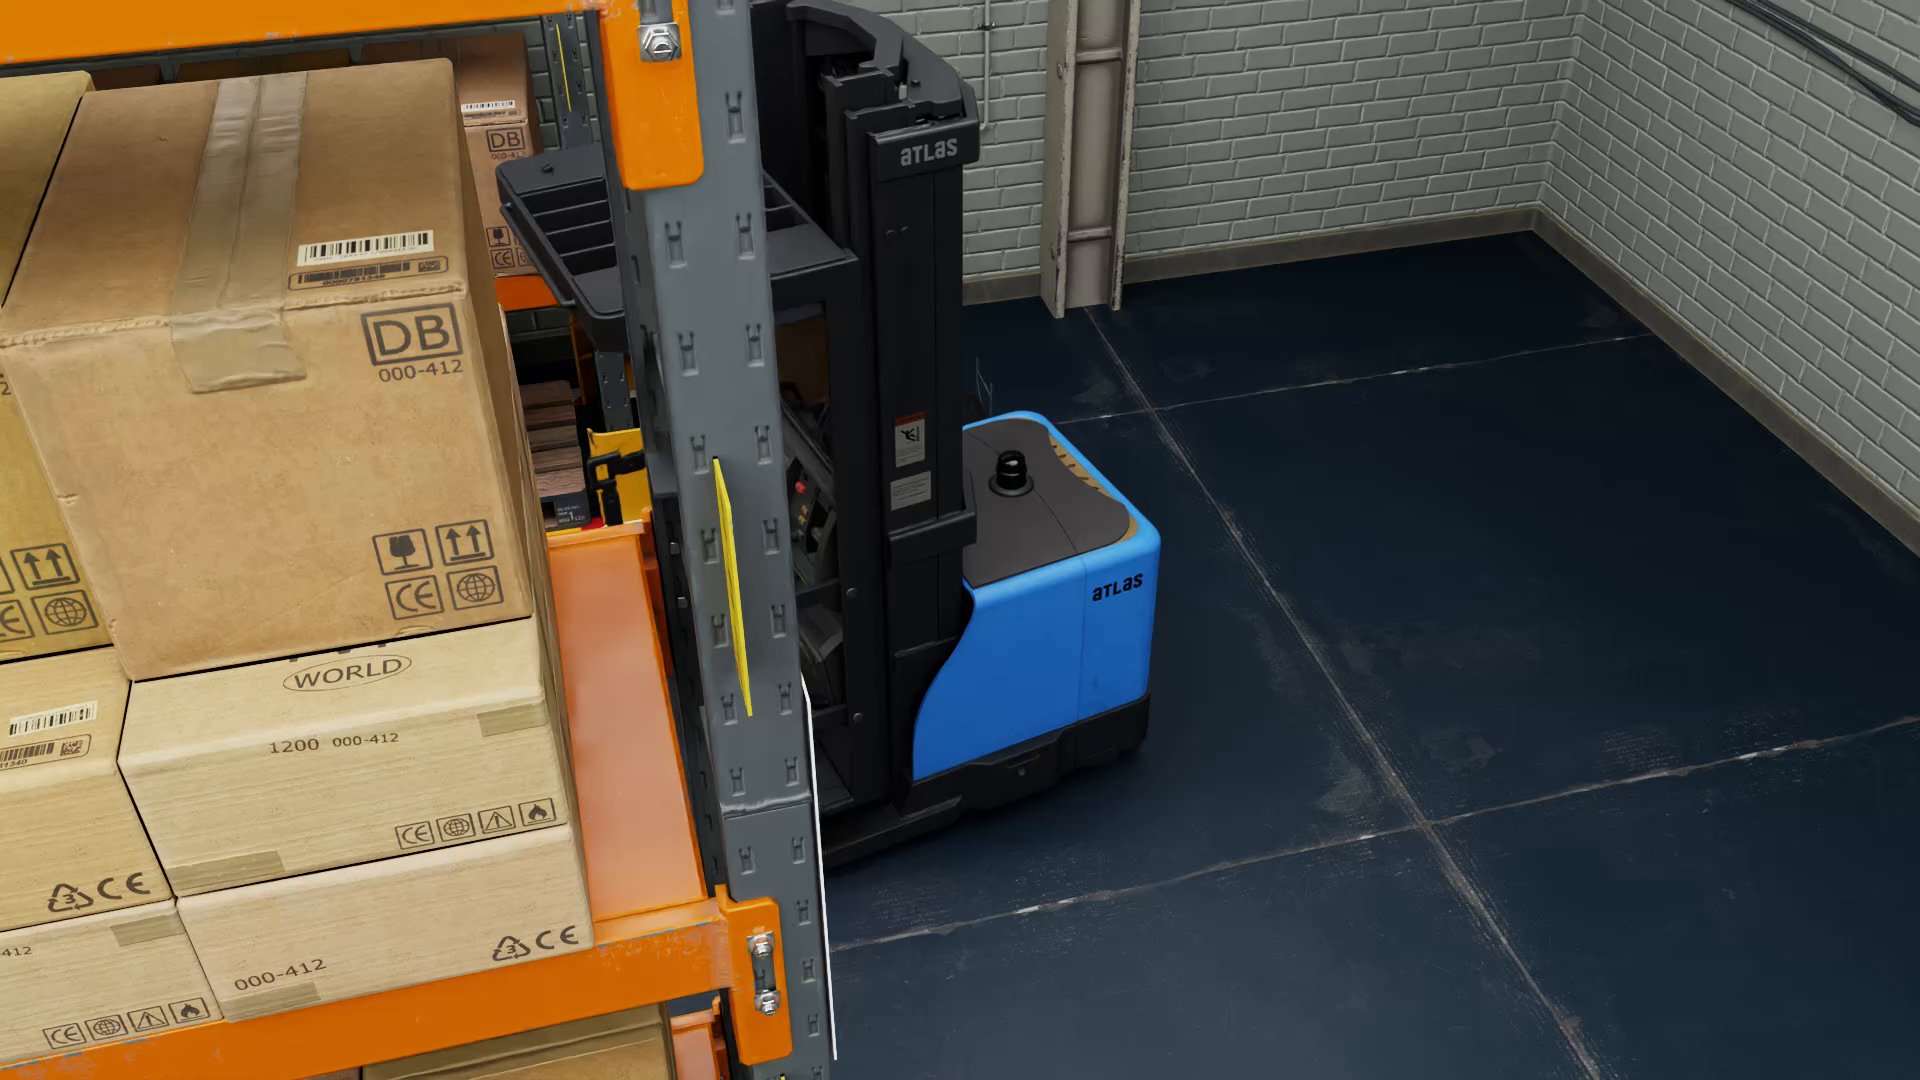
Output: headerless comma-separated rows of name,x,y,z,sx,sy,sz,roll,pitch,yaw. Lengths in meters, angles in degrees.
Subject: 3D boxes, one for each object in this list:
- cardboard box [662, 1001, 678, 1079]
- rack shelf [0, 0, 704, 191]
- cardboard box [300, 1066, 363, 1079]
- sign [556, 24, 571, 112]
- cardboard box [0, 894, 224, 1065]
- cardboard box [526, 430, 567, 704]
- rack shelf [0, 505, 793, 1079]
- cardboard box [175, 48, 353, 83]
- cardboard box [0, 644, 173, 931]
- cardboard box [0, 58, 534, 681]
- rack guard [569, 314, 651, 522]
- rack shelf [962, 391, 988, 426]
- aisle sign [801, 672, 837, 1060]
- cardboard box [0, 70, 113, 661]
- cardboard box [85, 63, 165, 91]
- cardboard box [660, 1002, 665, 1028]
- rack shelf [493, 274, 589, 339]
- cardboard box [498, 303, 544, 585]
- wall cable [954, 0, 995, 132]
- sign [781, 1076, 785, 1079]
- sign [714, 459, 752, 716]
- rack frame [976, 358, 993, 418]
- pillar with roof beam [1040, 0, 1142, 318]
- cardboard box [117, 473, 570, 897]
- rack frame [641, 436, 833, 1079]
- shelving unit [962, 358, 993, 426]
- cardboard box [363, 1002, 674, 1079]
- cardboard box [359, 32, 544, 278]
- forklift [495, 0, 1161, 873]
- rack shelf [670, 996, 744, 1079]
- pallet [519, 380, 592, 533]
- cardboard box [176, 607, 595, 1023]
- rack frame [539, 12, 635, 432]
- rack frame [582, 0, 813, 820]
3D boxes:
cardboard box,-0.895,1.152,3.693,0.500,0.500,0.500,-9,38,-11
rack shelf,-2.329,-0.503,1.595,4.000,0.370,1.077,-9,38,-12
cardboard box,-1.244,1.152,2.870,0.500,0.500,0.500,-8,38,-11
sign,-1.565,-1.862,6.568,0.005,0.325,0.100,-9,38,-12
cardboard box,-1.311,0.453,2.343,0.500,0.250,0.500,-9,38,-12
cardboard box,-0.960,0.077,2.835,0.500,0.250,0.500,-9,38,-12
rack shelf,-2.329,0.687,2.506,4.000,0.370,1.077,-9,38,-12
cardboard box,-2.883,-1.539,7.047,0.700,0.700,0.980,-10,38,-12
cardboard box,-1.310,0.256,2.189,0.500,0.250,0.500,-9,38,-12
cardboard box,-0.890,-0.261,2.248,0.500,0.500,0.700,-9,38,-12
rack guard,-1.670,-0.640,8.175,0.348,0.500,1.175,-9,38,-12
rack shelf,0.008,-0.547,7.334,0.200,0.077,0.258,-9,38,-12
aisle sign,-0.252,0.413,2.602,0.004,0.787,0.394,-9,38,-12
cardboard box,-1.395,-0.231,2.210,0.500,0.500,0.700,-9,38,-12
cardboard box,-3.621,-1.424,6.896,0.700,0.700,0.980,-11,39,-14
cardboard box,-0.895,0.755,3.389,0.500,0.500,0.500,-8,38,-11
rack shelf,-3.624,-1.026,7.215,4.000,0.370,1.077,-9,38,-12
cardboard box,-0.962,-0.125,2.688,0.500,0.250,0.500,-9,38,-12
wall cable,-0.704,-2.790,8.092,1.851,1.984,0.084,-9,38,-12
sign,-0.273,1.020,2.735,0.005,0.325,0.100,-9,38,-12
sign,-0.273,0.062,2.003,0.005,0.325,0.100,-9,38,-12
rack frame,0.106,-0.375,7.499,0.006,0.900,0.240,-9,38,-12
pillar with roof beam,1.810,-2.421,3.509,0.400,9.000,9.100,-9,38,-12
cardboard box,-0.828,0.177,2.293,0.500,0.250,0.500,-9,38,-12
rack frame,-0.398,1.276,3.613,0.127,3.000,1.000,-9,38,-12
shelving unit,0.008,-0.359,7.478,0.210,0.900,0.258,-9,38,-12
cardboard box,-0.756,1.071,2.976,0.500,0.500,0.500,-10,38,-12
cardboard box,-2.183,-1.661,7.206,0.700,0.700,0.980,-8,38,-10
forklift,-0.804,-0.187,5.582,3.031,2.935,1.130,-17,41,-21
rack shelf,-2.329,1.879,3.417,4.000,0.370,1.077,-9,38,-12
pallet,-2.445,-0.349,8.032,1.213,0.211,1.003,-9,38,-12
cardboard box,-0.825,0.381,2.438,0.500,0.250,0.500,-9,38,-12
rack frame,-1.693,-1.629,7.410,0.127,3.000,1.000,-9,38,-12
rack frame,-0.398,-1.106,1.790,0.127,3.000,1.000,-9,38,-12
